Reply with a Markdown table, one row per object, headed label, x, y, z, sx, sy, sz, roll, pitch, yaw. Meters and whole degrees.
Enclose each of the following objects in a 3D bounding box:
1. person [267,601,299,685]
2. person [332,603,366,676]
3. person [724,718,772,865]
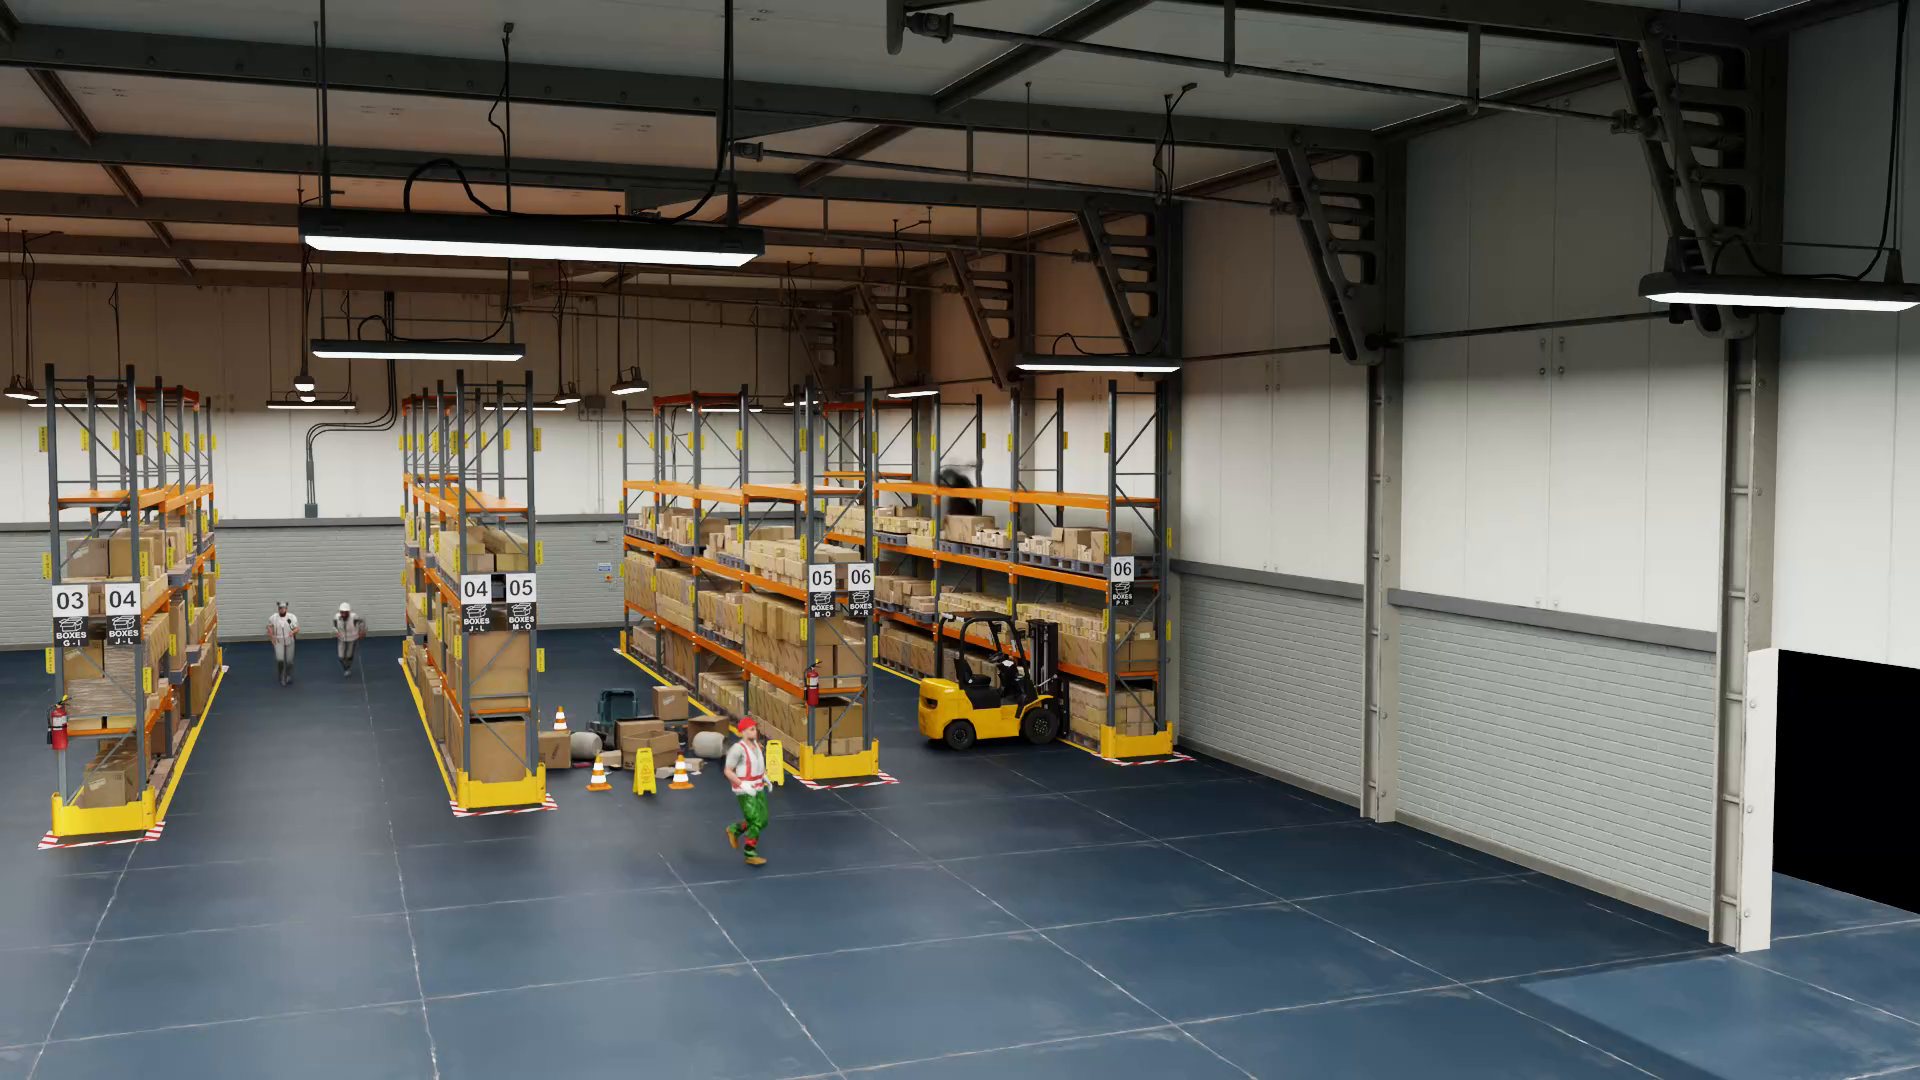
| label | x | y | z | sx | sy | sz | roll | pitch | yaw |
| --- | --- | --- | --- | --- | --- | --- | --- | --- | --- |
| person | -14.000 | 2.135 | 34.430 | 0.595 | 1.781 | 0.795 | -2 | 4 | -28 |
| person | -13.104 | 2.127 | 35.658 | 0.677 | 1.611 | 0.848 | -1 | 3 | -13 |
| person | -2.569 | 2.973 | 19.785 | 0.637 | 1.742 | 0.702 | 2 | 4 | 27 |
